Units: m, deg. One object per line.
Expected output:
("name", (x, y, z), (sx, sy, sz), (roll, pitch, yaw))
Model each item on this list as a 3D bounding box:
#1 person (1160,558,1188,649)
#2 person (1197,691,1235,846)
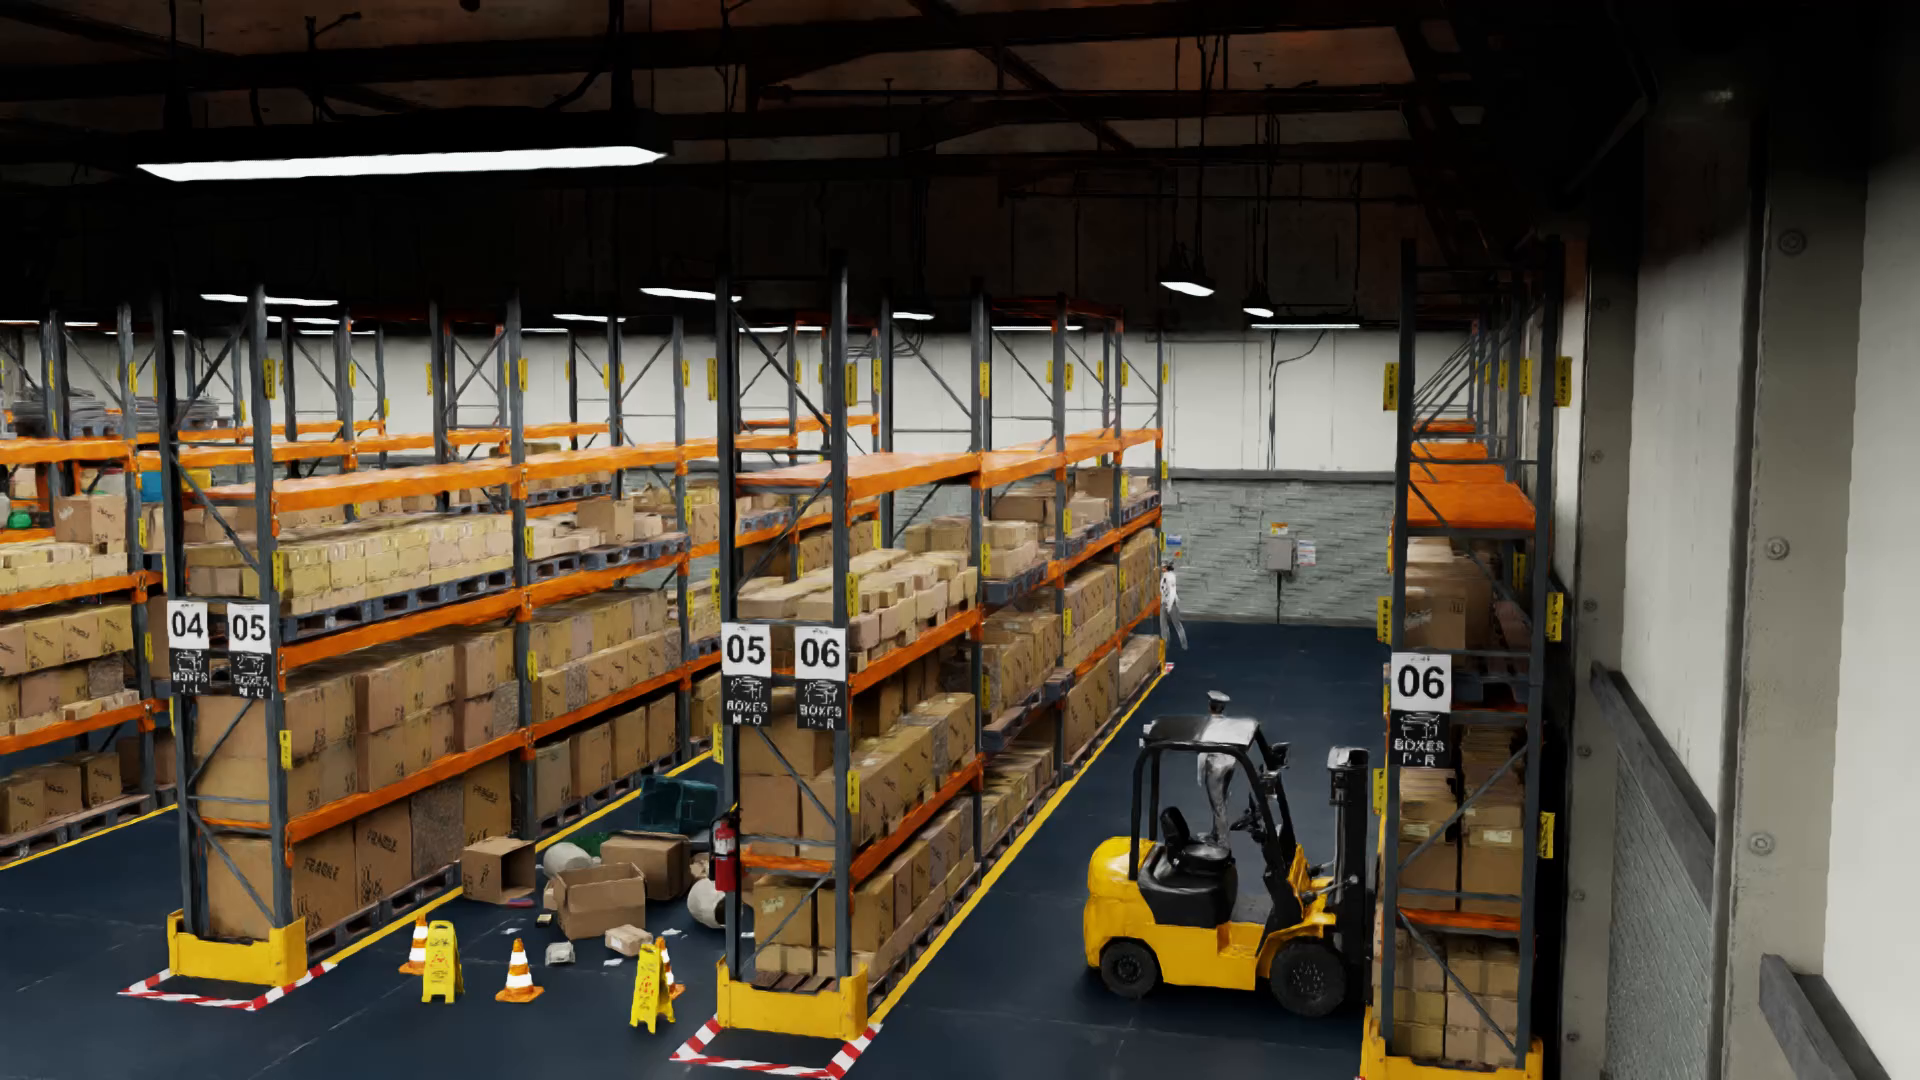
("person", (3.840, 1.161, 30.112), (0.594, 1.656, 0.511), (-2, 6, -19))
("person", (2.725, 2.447, 17.775), (0.536, 1.665, 0.572), (6, 8, 43))
